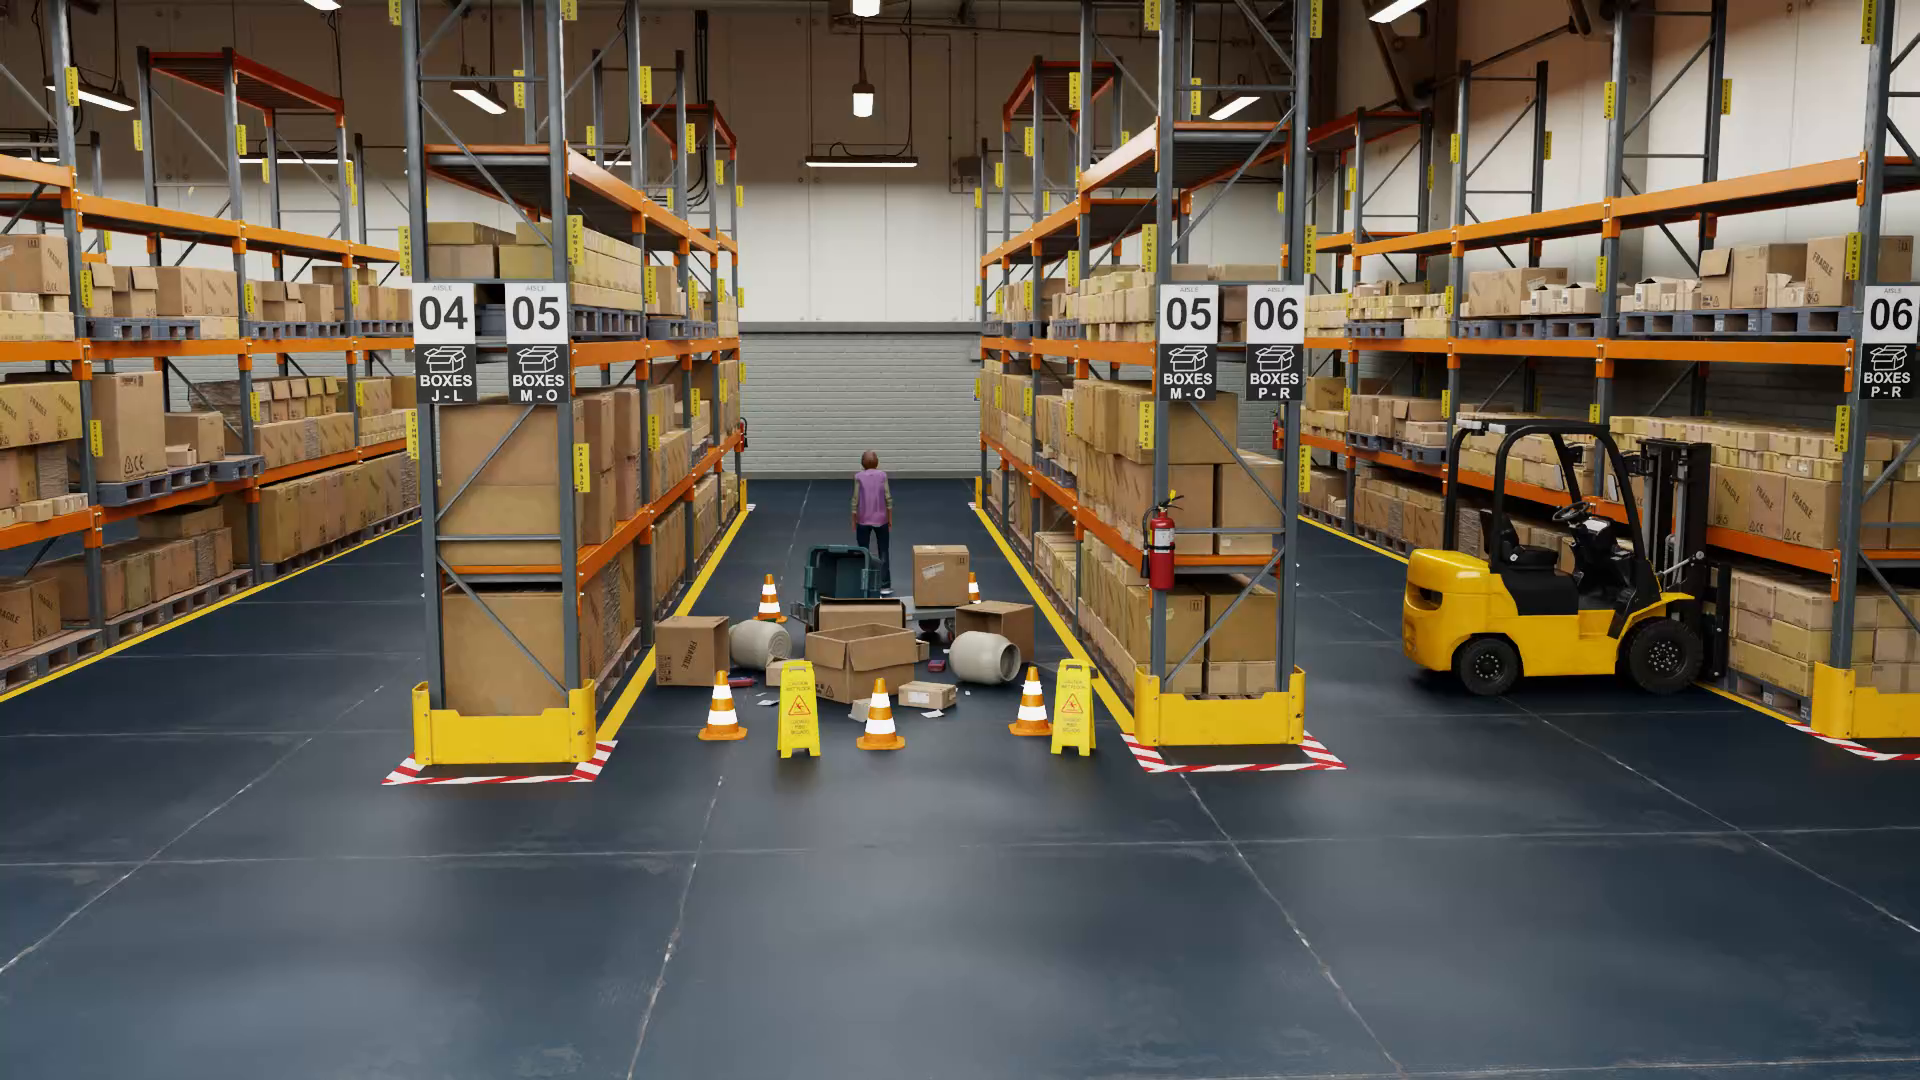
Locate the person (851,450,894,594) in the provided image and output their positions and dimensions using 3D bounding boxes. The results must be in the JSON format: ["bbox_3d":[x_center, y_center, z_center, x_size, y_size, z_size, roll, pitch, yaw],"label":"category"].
[{"bbox_3d":[-0.966,-0.184,18.342,0.471,1.580,0.348,-1,7,-6],"label":"person"}]
